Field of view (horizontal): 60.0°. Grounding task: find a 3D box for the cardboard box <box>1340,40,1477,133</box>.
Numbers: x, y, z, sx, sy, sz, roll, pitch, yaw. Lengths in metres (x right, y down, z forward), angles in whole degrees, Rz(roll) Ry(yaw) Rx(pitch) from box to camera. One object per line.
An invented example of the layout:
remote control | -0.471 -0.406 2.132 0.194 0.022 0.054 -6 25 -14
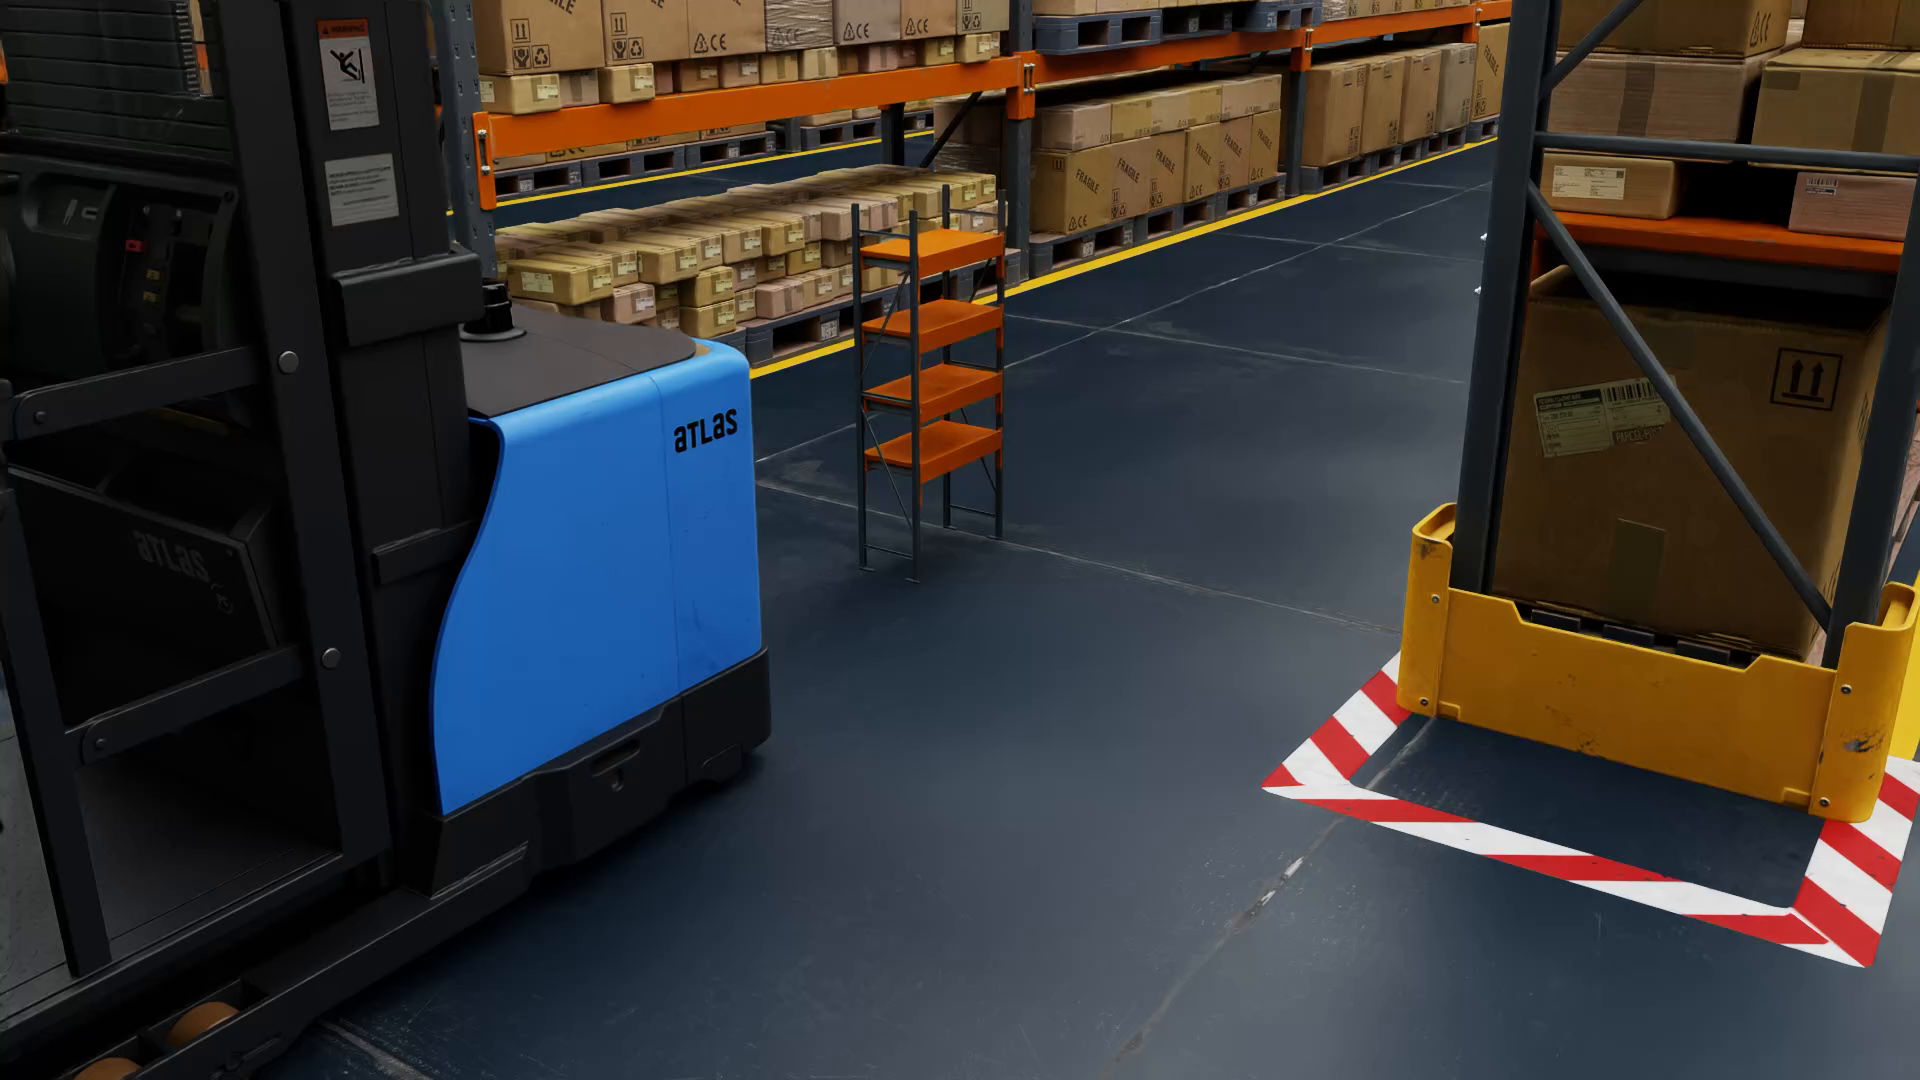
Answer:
cardboard box | 4.189 -4.281 15.651 1.050 0.750 0.750 13 24 32

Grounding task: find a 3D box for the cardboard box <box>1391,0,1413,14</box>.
cardboard box | 3.540 -4.743 14.121 0.500 0.500 0.500 13 24 31

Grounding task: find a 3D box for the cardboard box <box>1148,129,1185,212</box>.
cardboard box | 1.180 -2.529 11.276 0.500 0.500 0.500 14 24 33

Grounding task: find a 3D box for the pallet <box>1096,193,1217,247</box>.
pallet | 1.088 -2.306 11.696 1.003 0.211 1.213 13 24 32

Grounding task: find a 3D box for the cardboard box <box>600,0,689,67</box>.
cardboard box | -1.522 -2.311 7.117 0.500 0.500 0.500 13 24 32

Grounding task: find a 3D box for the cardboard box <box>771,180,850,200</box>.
cardboard box | -0.832 -1.891 9.199 0.380 0.149 0.250 13 24 30

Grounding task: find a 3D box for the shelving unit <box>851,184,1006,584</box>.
shelving unit | -0.093 -0.515 5.428 0.258 1.200 0.503 13 24 32

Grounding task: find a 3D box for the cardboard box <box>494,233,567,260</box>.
cardboard box | -2.006 -1.293 7.582 0.380 0.149 0.250 14 24 33

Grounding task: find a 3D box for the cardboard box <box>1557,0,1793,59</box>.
cardboard box | 1.819 -1.507 4.222 0.500 0.500 0.500 14 24 32

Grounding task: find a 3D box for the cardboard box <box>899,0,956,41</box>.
cardboard box | -0.365 -2.883 8.662 0.500 0.500 0.500 13 24 30

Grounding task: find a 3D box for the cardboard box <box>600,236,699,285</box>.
cardboard box | -1.404 -1.264 7.506 0.380 0.149 0.250 13 24 32

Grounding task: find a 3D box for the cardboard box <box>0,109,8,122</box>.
cardboard box | -8.859 -3.735 14.809 0.500 0.311 0.500 14 25 34

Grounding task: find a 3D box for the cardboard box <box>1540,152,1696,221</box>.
cardboard box | 1.691 -0.944 4.355 0.380 0.149 0.250 14 24 33

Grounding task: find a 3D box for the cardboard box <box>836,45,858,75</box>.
cardboard box | -0.736 -2.418 8.340 0.380 0.149 0.250 13 24 31

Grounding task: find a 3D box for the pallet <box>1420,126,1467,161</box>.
pallet | 4.092 -3.791 15.708 1.003 0.211 1.213 13 24 32

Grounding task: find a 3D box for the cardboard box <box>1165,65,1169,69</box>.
cardboard box | 2.316 -6.035 21.114 0.500 0.250 0.500 13 24 32

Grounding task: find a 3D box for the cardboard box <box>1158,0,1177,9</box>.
cardboard box | 1.147 -3.438 10.493 0.380 0.149 0.250 12 23 29

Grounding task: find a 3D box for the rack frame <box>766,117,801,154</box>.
rack frame | -1.936 -5.123 15.292 1.000 3.000 0.127 13 24 32

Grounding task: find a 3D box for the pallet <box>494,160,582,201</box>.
pallet | -3.813 -2.904 13.311 1.003 0.211 1.213 13 24 32

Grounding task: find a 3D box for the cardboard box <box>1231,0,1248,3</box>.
cardboard box | 1.739 -3.742 11.313 0.380 0.149 0.250 12 23 29

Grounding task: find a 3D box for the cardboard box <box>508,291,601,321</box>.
cardboard box | -1.776 -0.991 7.196 0.380 0.149 0.250 14 25 34

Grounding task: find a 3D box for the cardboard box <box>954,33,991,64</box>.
cardboard box | -0.056 -2.699 9.099 0.380 0.149 0.250 13 24 30

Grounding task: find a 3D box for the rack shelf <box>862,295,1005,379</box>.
rack shelf | -0.093 -0.662 5.374 0.258 0.148 0.480 13 24 32

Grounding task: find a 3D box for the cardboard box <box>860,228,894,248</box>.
cardboard box | -0.575 -1.596 8.831 0.380 0.149 0.250 14 24 33

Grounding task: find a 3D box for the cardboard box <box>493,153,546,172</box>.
cardboard box | -3.902 -3.369 13.008 0.875 0.875 0.875 14 25 33

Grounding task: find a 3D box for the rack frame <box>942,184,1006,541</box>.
rack frame | 0.044 -0.585 5.618 0.240 1.200 0.015 13 24 32

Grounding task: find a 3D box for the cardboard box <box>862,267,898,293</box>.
cardboard box | -0.554 -1.423 8.792 0.380 0.149 0.250 13 24 32

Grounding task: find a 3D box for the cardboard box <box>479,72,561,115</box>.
cardboard box | -1.829 -1.803 6.677 0.380 0.149 0.250 13 24 31

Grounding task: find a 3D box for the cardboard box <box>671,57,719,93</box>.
cardboard box | -1.320 -2.125 7.547 0.380 0.149 0.250 13 24 31

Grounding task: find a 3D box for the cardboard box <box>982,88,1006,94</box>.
cardboard box | 0.020 -5.084 18.369 0.950 0.372 0.625 14 24 33

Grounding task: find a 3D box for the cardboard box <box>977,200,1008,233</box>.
cardboard box | 0.052 -1.886 9.616 0.380 0.149 0.250 14 24 33

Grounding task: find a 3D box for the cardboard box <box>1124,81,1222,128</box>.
cardboard box | 1.473 -3.026 11.539 0.500 0.250 0.500 14 24 33

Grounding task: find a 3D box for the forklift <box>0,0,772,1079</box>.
forklift | -1.721 -0.494 2.875 1.130 2.935 3.031 13 24 32

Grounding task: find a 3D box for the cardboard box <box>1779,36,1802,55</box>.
cardboard box | 2.101 -1.301 4.745 0.500 0.250 0.500 13 24 31

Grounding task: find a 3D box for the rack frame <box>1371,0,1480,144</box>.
rack frame | 4.463 -5.335 15.863 1.000 3.000 0.127 13 24 32

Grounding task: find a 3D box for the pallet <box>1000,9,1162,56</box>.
pallet | 0.516 -3.140 10.207 1.003 0.211 1.213 13 24 32

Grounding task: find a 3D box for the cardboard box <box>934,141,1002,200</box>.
cardboard box | 0.174 -2.325 10.725 0.500 0.500 0.500 13 24 31

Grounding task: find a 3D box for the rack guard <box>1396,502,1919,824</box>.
rack guard | 1.749 0.284 4.276 1.175 0.500 0.348 13 24 32

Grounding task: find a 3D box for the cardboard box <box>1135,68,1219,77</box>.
cardboard box | 1.627 -3.412 12.584 0.500 0.250 0.500 12 23 29

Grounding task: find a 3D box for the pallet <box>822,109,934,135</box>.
pallet | -0.809 -4.388 17.323 1.003 0.211 1.213 13 24 32

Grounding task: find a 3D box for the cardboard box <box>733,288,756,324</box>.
cardboard box | -1.211 -1.147 8.045 0.380 0.149 0.250 13 24 32

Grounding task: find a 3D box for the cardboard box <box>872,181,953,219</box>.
cardboard box | -0.264 -1.871 9.147 0.380 0.149 0.250 13 24 31

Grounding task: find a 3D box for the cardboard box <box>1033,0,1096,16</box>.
cardboard box | 0.568 -3.142 9.691 0.380 0.149 0.250 12 23 29

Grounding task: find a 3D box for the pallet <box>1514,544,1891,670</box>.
pallet | 2.148 0.168 5.007 1.003 0.211 1.213 13 24 32

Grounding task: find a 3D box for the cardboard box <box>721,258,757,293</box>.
cardboard box | -1.206 -1.293 8.013 0.380 0.149 0.250 12 23 29

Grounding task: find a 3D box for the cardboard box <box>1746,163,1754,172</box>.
cardboard box | 2.264 -1.237 5.148 0.380 0.149 0.250 13 24 31

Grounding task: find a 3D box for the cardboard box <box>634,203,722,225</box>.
cardboard box | -1.422 -1.596 8.401 0.380 0.149 0.250 12 24 30

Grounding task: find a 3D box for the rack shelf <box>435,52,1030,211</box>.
rack shelf | -1.158 -2.128 8.231 1.077 0.370 4.000 13 24 32

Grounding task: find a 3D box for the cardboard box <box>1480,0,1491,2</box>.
cardboard box | 4.661 -5.513 16.129 0.875 0.550 0.550 13 24 32

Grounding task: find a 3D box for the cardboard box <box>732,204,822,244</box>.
cardboard box | -0.921 -1.587 8.377 0.380 0.149 0.250 13 24 32

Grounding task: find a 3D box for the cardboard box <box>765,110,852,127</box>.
cardboard box | -1.610 -4.248 16.108 0.950 0.372 0.625 11 23 28

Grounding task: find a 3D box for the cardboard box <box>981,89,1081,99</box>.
cardboard box | 0.476 -2.823 10.991 0.500 0.250 0.500 15 25 34
